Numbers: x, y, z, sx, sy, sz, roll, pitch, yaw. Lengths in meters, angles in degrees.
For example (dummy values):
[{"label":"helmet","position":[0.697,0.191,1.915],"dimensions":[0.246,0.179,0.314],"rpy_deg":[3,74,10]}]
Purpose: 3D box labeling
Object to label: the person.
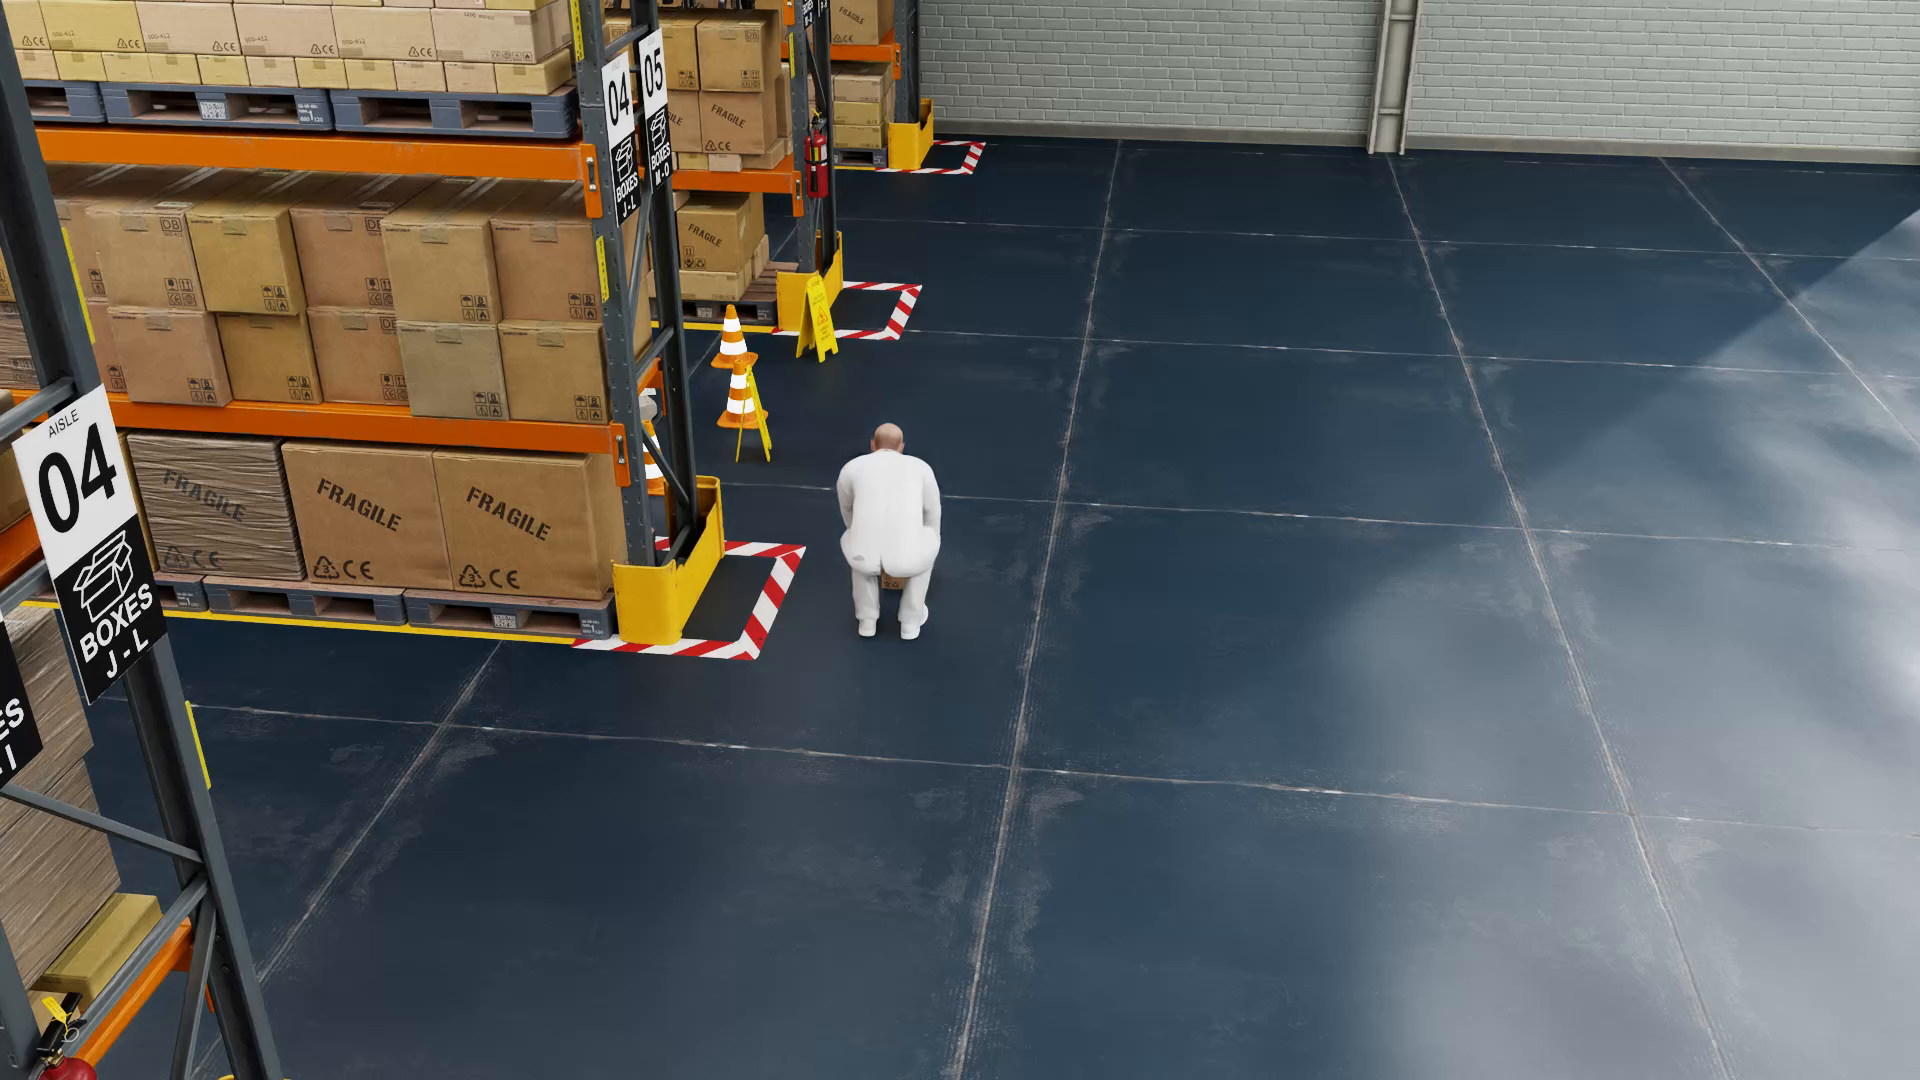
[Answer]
[{"label":"person","position":[-0.409,-0.036,9.466],"dimensions":[0.613,1.065,0.879],"rpy_deg":[3,28,6]}]
